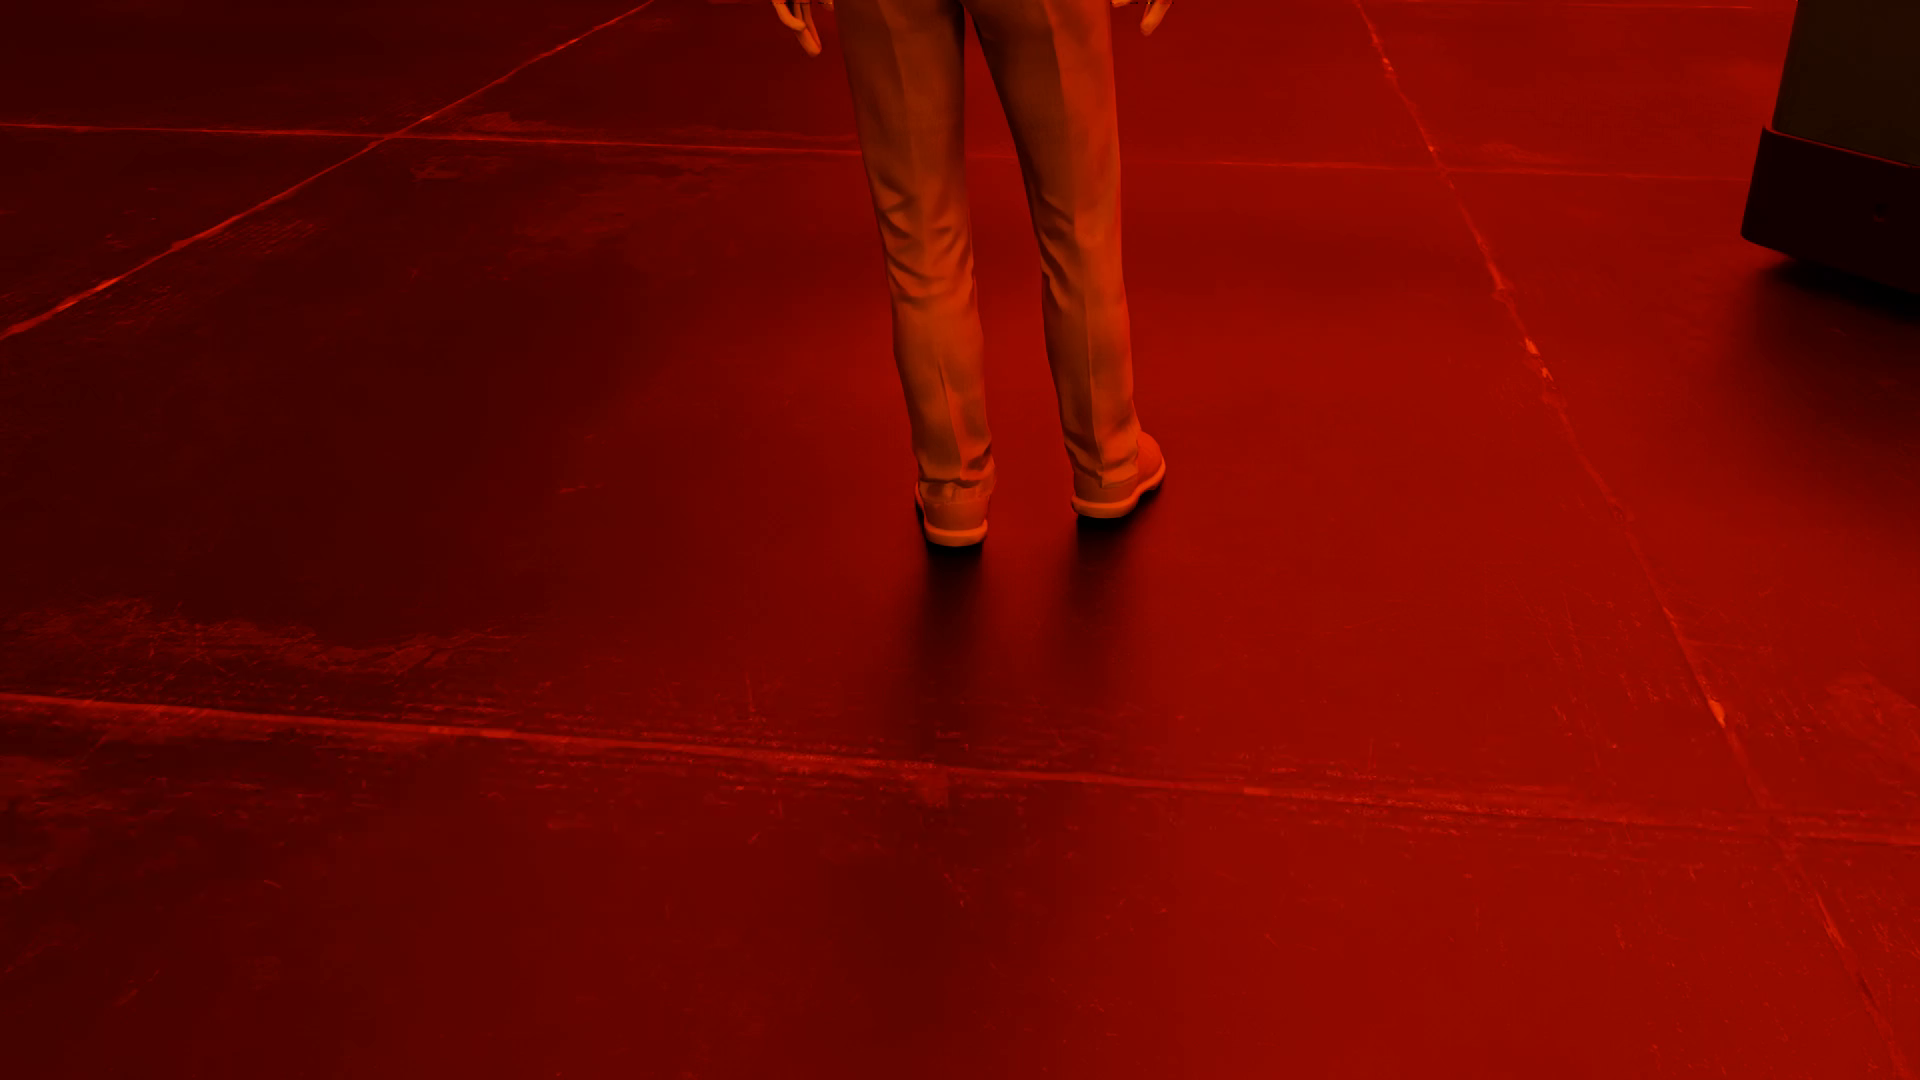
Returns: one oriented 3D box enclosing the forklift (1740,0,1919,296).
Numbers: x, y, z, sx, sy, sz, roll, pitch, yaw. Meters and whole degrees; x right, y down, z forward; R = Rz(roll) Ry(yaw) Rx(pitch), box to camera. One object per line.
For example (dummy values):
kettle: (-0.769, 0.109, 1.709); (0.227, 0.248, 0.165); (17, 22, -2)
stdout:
forklift: (3.288, -2.015, 3.256); (3.031, 2.935, 1.130); (-12, 29, -23)

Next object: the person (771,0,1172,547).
person: (0.015, -0.794, 2.177); (0.587, 1.696, 0.534); (3, 27, 7)
